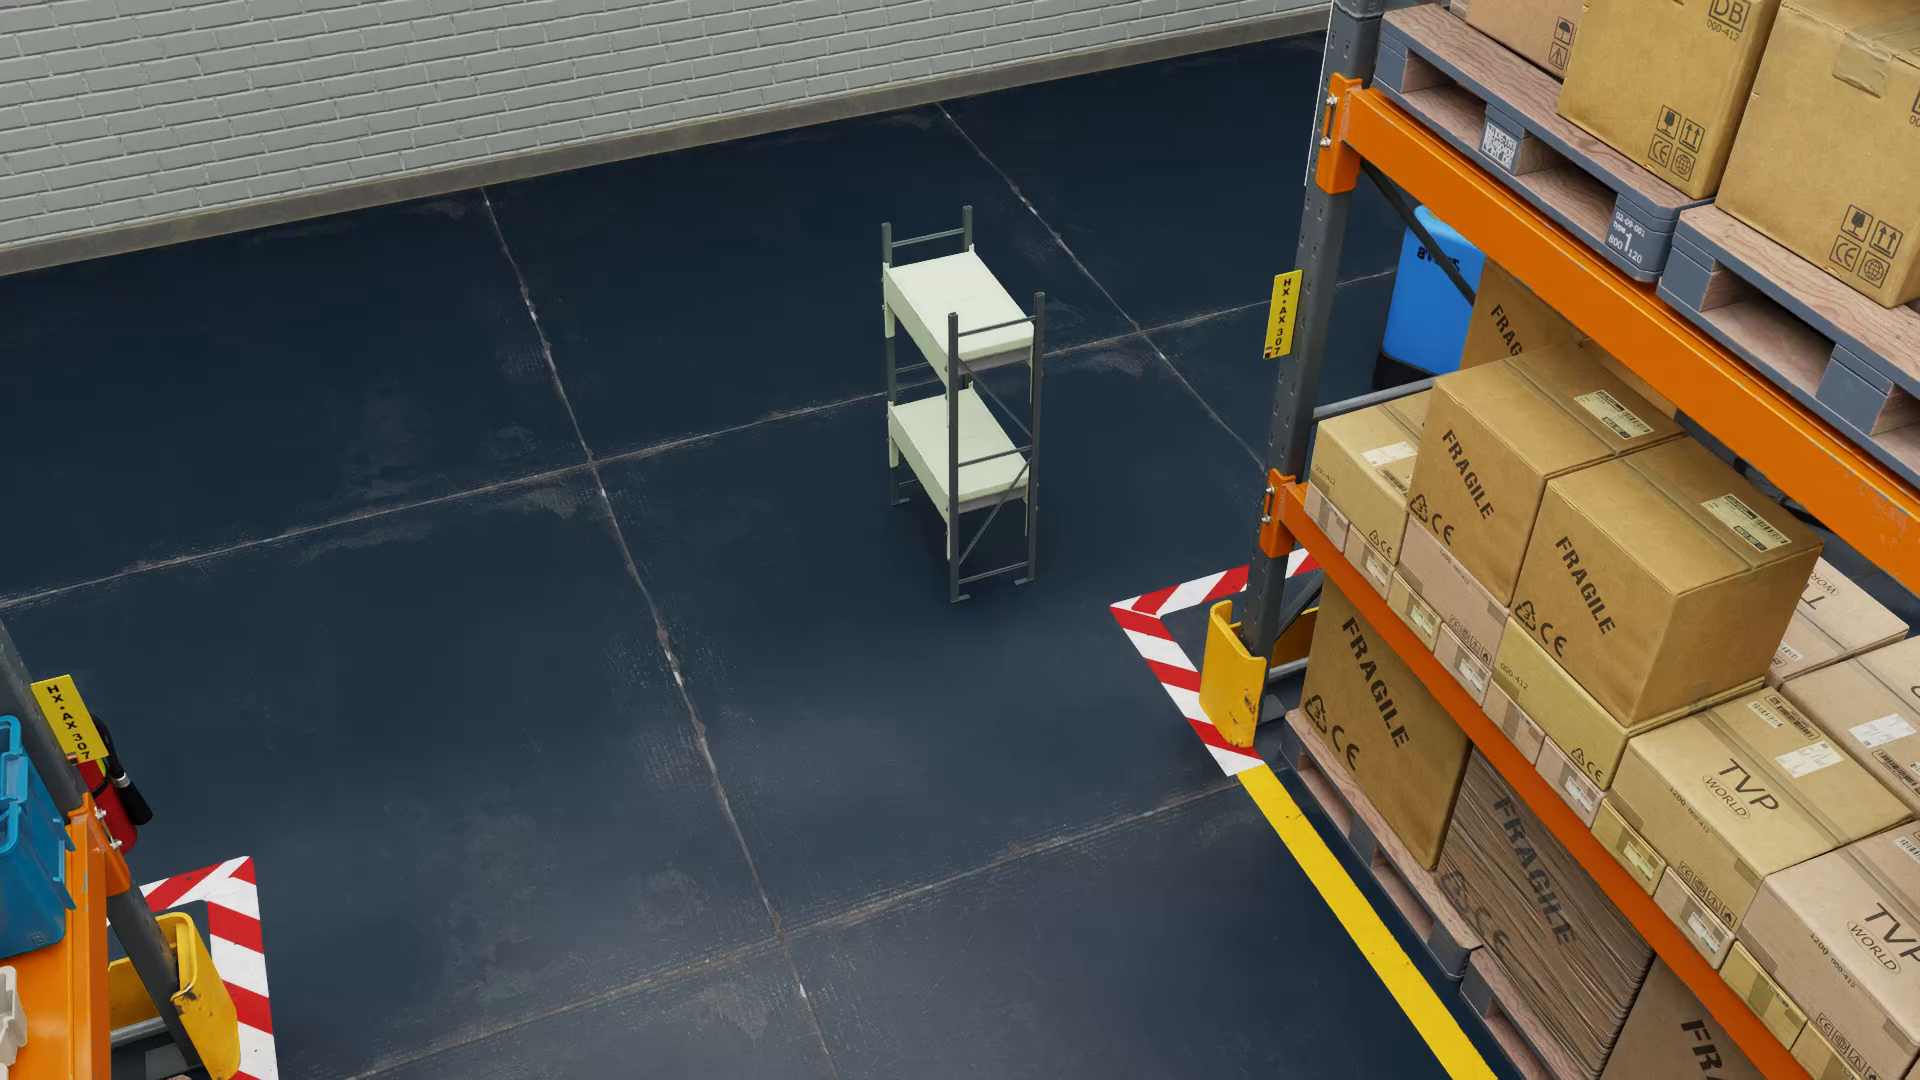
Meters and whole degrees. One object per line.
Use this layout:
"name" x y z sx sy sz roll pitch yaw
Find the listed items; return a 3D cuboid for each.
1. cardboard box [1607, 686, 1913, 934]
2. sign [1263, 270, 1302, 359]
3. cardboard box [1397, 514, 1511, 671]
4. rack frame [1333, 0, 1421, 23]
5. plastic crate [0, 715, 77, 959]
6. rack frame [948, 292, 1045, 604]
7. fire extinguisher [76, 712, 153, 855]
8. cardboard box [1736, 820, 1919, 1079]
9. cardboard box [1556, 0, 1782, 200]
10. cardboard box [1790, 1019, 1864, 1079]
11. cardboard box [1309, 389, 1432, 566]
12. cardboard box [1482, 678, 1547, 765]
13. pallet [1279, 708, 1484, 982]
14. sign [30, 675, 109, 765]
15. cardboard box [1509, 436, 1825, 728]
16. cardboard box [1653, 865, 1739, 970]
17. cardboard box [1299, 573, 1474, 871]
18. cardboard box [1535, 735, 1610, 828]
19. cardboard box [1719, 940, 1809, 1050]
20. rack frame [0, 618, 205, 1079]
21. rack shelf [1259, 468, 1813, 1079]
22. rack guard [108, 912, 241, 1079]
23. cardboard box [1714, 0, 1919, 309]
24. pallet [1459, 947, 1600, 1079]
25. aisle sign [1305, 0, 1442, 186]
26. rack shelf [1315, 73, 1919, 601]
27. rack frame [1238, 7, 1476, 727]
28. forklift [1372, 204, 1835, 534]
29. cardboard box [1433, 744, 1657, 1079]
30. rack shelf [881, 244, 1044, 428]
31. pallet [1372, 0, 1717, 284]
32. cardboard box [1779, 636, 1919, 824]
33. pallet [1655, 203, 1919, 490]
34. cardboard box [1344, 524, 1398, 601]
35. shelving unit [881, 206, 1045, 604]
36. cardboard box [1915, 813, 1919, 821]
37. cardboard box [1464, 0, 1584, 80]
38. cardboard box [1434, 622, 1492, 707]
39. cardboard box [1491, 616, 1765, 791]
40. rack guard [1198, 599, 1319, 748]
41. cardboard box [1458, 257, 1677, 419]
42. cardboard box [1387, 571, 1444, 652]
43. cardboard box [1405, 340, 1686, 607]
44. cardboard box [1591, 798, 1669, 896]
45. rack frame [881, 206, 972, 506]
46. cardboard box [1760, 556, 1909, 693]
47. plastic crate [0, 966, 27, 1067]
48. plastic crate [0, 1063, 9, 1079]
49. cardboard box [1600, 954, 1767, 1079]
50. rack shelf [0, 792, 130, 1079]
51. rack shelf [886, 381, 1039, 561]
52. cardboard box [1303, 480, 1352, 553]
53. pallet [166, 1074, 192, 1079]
"cardboard box" 2.116 0.708 4.432 0.500 0.250 0.500 -16 43 -18
"sign" 1.069 -0.744 5.509 0.100 0.325 0.005 -15 43 -17
"cardboard box" 1.723 0.091 5.149 0.500 0.250 0.500 -16 43 -17
"rack frame" 1.584 -2.795 4.017 1.000 3.000 0.127 -15 43 -17
"plastic crate" -2.692 0.834 4.325 0.616 0.435 0.499 -15 43 -17
"rack frame" 0.143 -0.344 6.919 0.400 1.500 0.023 -15 43 -17
"fire extinguisher" -2.630 0.681 4.921 0.296 0.674 0.183 -15 43 -17
"cardboard box" 2.307 1.014 4.076 0.500 0.250 0.500 -14 43 -16
"cardboard box" 1.936 -1.224 4.015 0.700 0.500 0.500 -17 43 -18
"cardboard box" 2.301 1.262 4.093 0.380 0.149 0.250 -14 43 -16
"cardboard box" 1.518 -0.220 5.511 0.500 0.250 0.500 -16 43 -18
"cardboard box" 1.810 0.489 4.992 0.380 0.149 0.250 -16 43 -18
"pallet" 1.962 0.999 6.345 1.003 0.211 1.213 -15 43 -17
"sign" -2.490 0.506 4.654 0.100 0.325 0.005 -15 43 -17
"cardboard box" 1.913 0.107 4.555 0.500 0.500 0.500 -16 43 -18
"cardboard box" 2.106 0.955 4.451 0.380 0.149 0.250 -14 43 -16
"cardboard box" 1.903 0.491 6.104 0.875 0.875 0.875 -15 43 -17
"cardboard box" 1.909 0.645 4.811 0.380 0.149 0.250 -16 43 -17
"cardboard box" 2.203 1.108 4.272 0.380 0.149 0.250 -16 43 -18
"rack frame" -2.992 0.715 4.537 1.000 3.000 0.127 -15 43 -17
"rack shelf" 2.349 0.957 4.807 1.077 0.370 4.000 -15 43 -17
"rack guard" -3.014 1.652 5.365 1.175 0.500 0.348 -15 43 -17
"cardboard box" 2.179 -0.925 3.667 0.700 0.500 0.500 -18 44 -20
"pallet" 2.425 1.733 5.492 1.003 0.211 1.213 -15 43 -17
"aisle sign" 1.279 -1.475 5.089 0.394 0.787 0.004 -15 43 -17
"rack shelf" 2.349 -0.180 3.829 1.077 0.370 4.000 -15 43 -17
"rack frame" 1.584 -0.521 5.973 1.000 3.000 0.127 -15 43 -17
"forklift" 3.565 -1.473 7.133 3.031 2.935 1.130 27 48 28
"cardboard box" 2.251 1.040 5.467 0.875 0.875 0.875 -15 43 -17
"rack shelf" 0.003 -0.861 6.920 0.431 0.370 0.720 -15 43 -17
"pallet" 1.877 -1.180 4.508 1.003 0.211 1.213 -15 43 -17
"cardboard box" 2.606 0.574 4.587 0.500 0.250 0.500 -15 43 -17
"pallet" 2.348 -0.444 3.652 1.003 0.211 1.213 -15 43 -17
"cardboard box" 1.514 0.025 5.532 0.380 0.149 0.250 -16 43 -17
"shelving unit" 0.003 -0.565 7.175 0.431 1.500 0.755 -15 43 -17
"cardboard box" 2.787 0.873 4.240 0.500 0.250 0.500 -14 43 -16
"cardboard box" 1.832 -1.593 4.445 0.700 0.500 0.500 -18 44 -19
"cardboard box" 1.713 0.336 5.170 0.380 0.149 0.250 -16 43 -18
"cardboard box" 1.912 0.395 4.796 0.500 0.250 0.500 -16 43 -18
"rack guard" 1.575 0.413 6.805 1.175 0.500 0.348 -15 43 -17
"cardboard box" 2.013 -0.633 5.416 0.500 0.500 0.500 -15 43 -16
"cardboard box" 1.612 0.179 5.352 0.380 0.149 0.250 -16 43 -18
"cardboard box" 1.709 -0.203 4.916 0.500 0.500 0.500 -16 43 -18
"cardboard box" 2.004 0.797 4.634 0.380 0.149 0.250 -16 43 -18
"rack frame" -0.137 -0.785 7.431 0.400 1.500 0.023 -15 43 -17
"cardboard box" 2.403 0.261 4.951 0.500 0.250 0.500 -17 43 -18
"plastic crate" -2.513 1.238 4.084 0.396 0.136 0.243 -15 43 -17
"plastic crate" -2.416 1.416 3.877 0.396 0.136 0.243 -15 43 -17
"cardboard box" 2.591 1.576 4.843 0.875 0.875 0.875 -15 43 -17
"rack shelf" -2.227 2.193 3.370 1.077 0.370 4.000 -15 43 -17
"rack shelf" 0.003 -0.317 7.387 0.431 0.370 0.720 -15 43 -17
"cardboard box" 1.415 -0.129 5.711 0.380 0.149 0.250 -15 43 -16
"pallet" -2.713 2.279 4.857 1.003 0.211 1.213 -15 43 -17
